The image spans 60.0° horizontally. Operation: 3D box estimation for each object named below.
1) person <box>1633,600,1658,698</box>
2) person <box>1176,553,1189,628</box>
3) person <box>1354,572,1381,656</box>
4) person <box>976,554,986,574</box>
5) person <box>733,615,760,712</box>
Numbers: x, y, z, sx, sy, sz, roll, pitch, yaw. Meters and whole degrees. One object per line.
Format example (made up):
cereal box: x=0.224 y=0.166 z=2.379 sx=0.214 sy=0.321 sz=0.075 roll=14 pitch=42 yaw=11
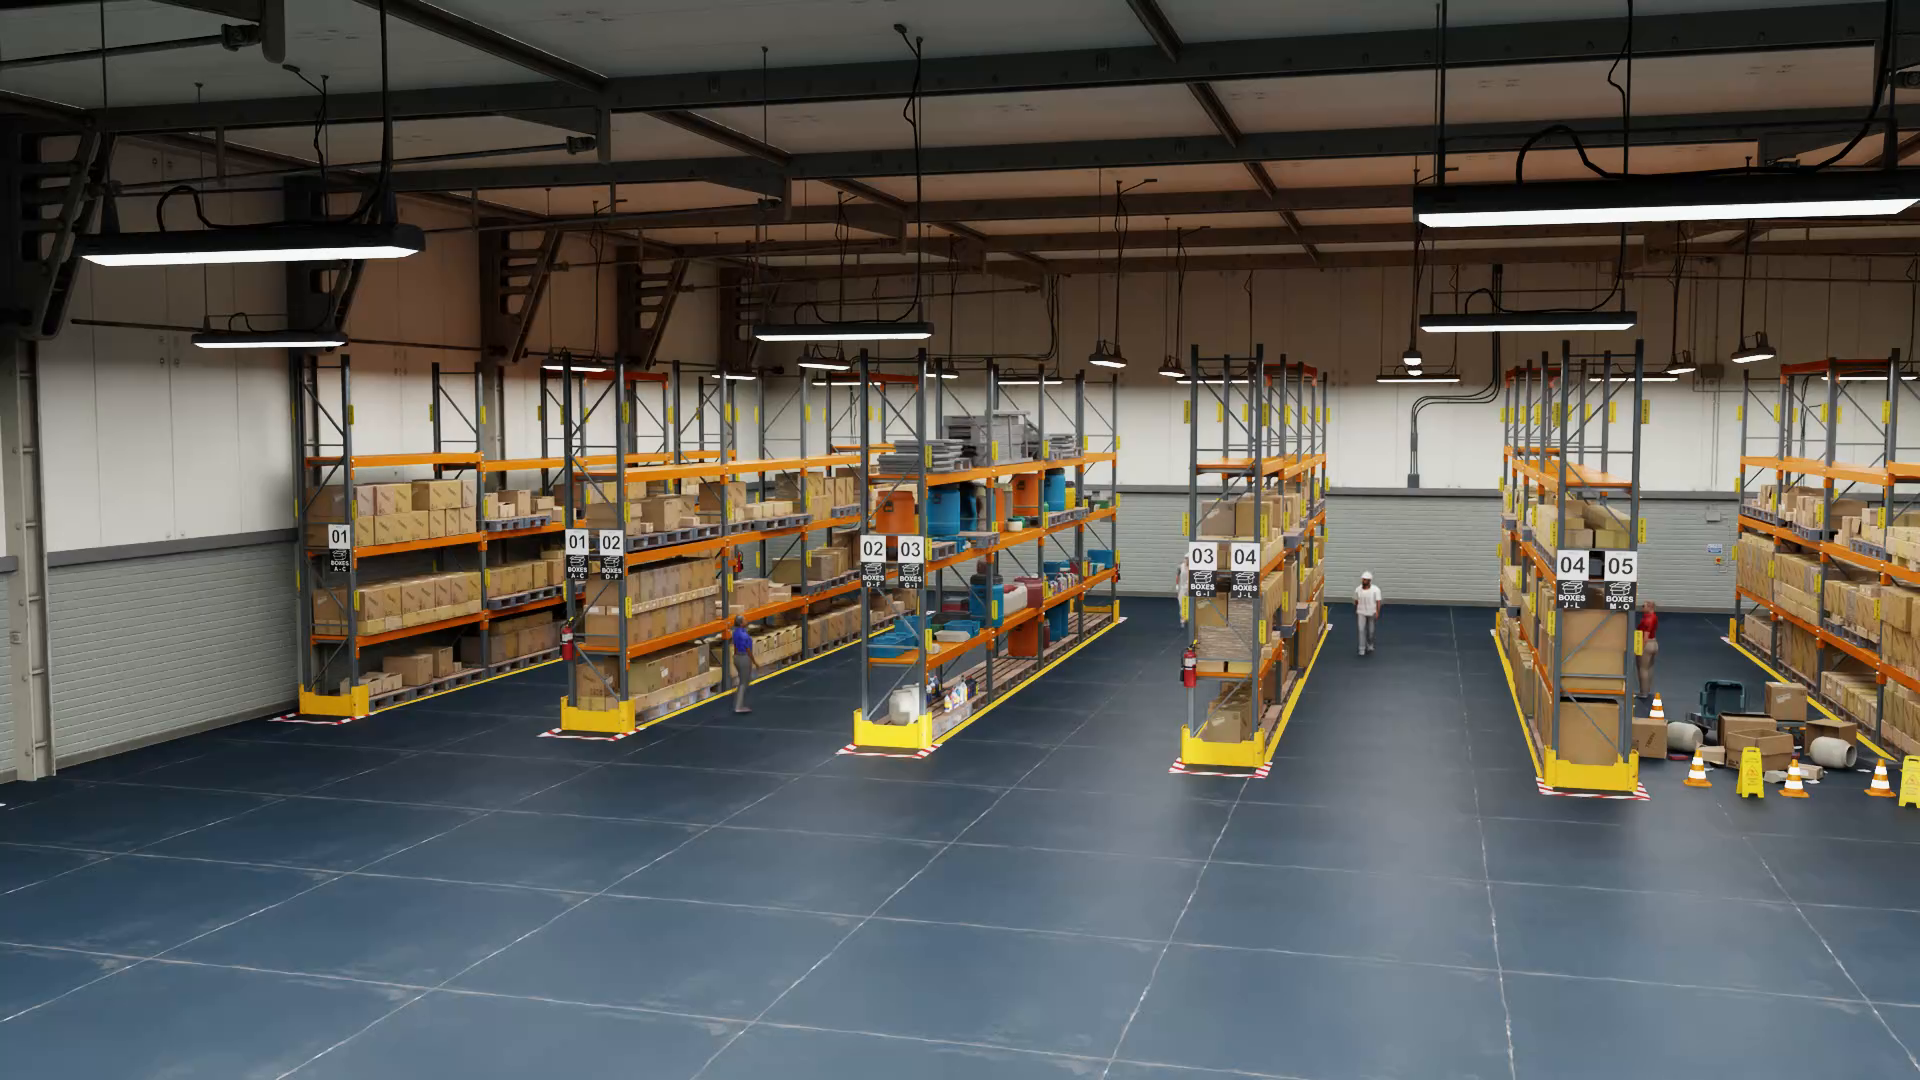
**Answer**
person: x=12.144 y=1.928 z=29.582 sx=0.587 sy=1.734 sz=0.505 roll=-4 pitch=6 yaw=-42
person: x=5.418 y=1.201 z=39.544 sx=0.618 sy=1.812 sz=0.877 roll=1 pitch=4 yaw=14
person: x=8.514 y=1.539 z=34.741 sx=0.548 sy=1.726 sz=1.031 roll=1 pitch=4 yaw=14
person: x=0.747 y=1.077 z=40.574 sx=0.606 sy=1.789 sz=0.651 roll=-3 pitch=6 yaw=-39
person: x=-3.612 y=2.102 z=27.971 sx=0.461 sy=1.689 sz=0.482 roll=-4 pitch=6 yaw=-41
